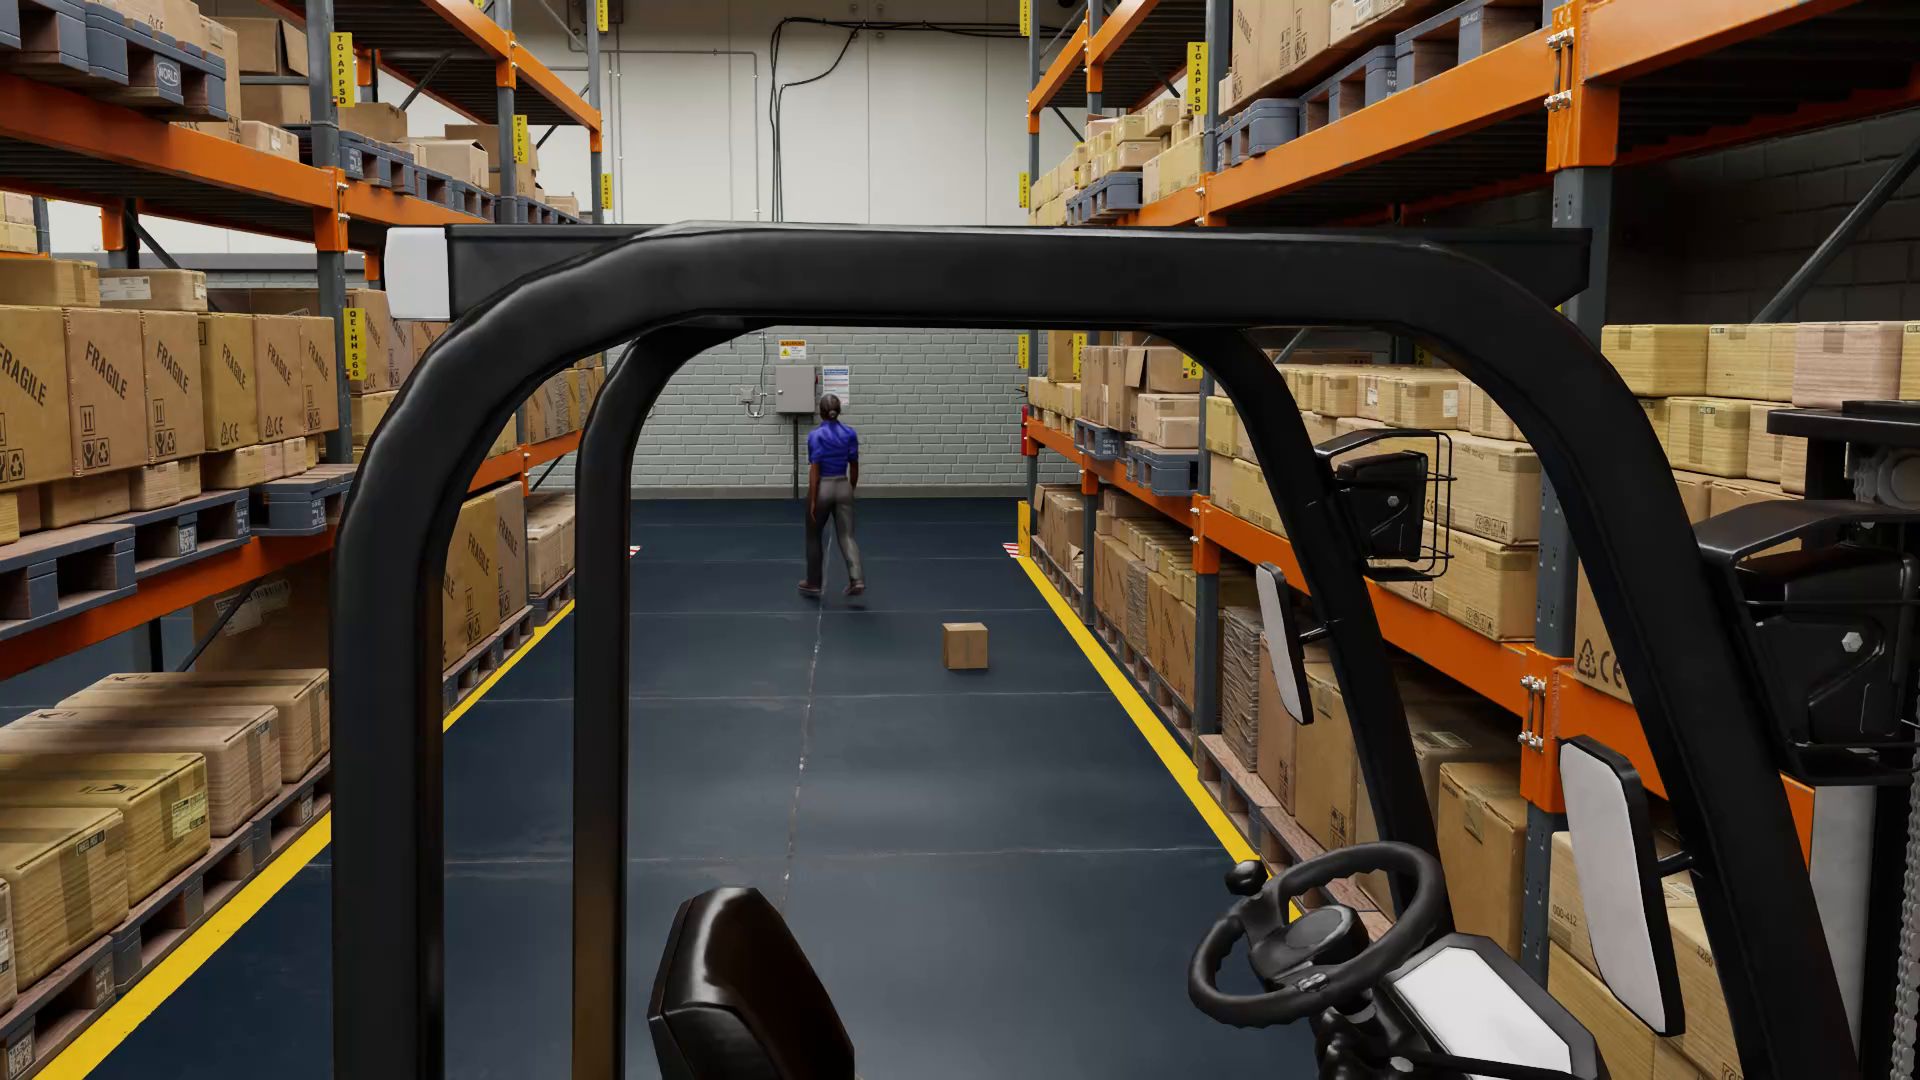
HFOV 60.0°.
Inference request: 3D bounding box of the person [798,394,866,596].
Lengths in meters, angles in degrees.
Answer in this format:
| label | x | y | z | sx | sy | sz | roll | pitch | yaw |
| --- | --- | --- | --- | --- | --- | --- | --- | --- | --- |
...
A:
| label | x | y | z | sx | sy | sz | roll | pitch | yaw |
| --- | --- | --- | --- | --- | --- | --- | --- | --- | --- |
| person | -1.004 | -0.350 | 13.128 | 0.464 | 1.598 | 0.968 | -3 | 8 | -25 |
